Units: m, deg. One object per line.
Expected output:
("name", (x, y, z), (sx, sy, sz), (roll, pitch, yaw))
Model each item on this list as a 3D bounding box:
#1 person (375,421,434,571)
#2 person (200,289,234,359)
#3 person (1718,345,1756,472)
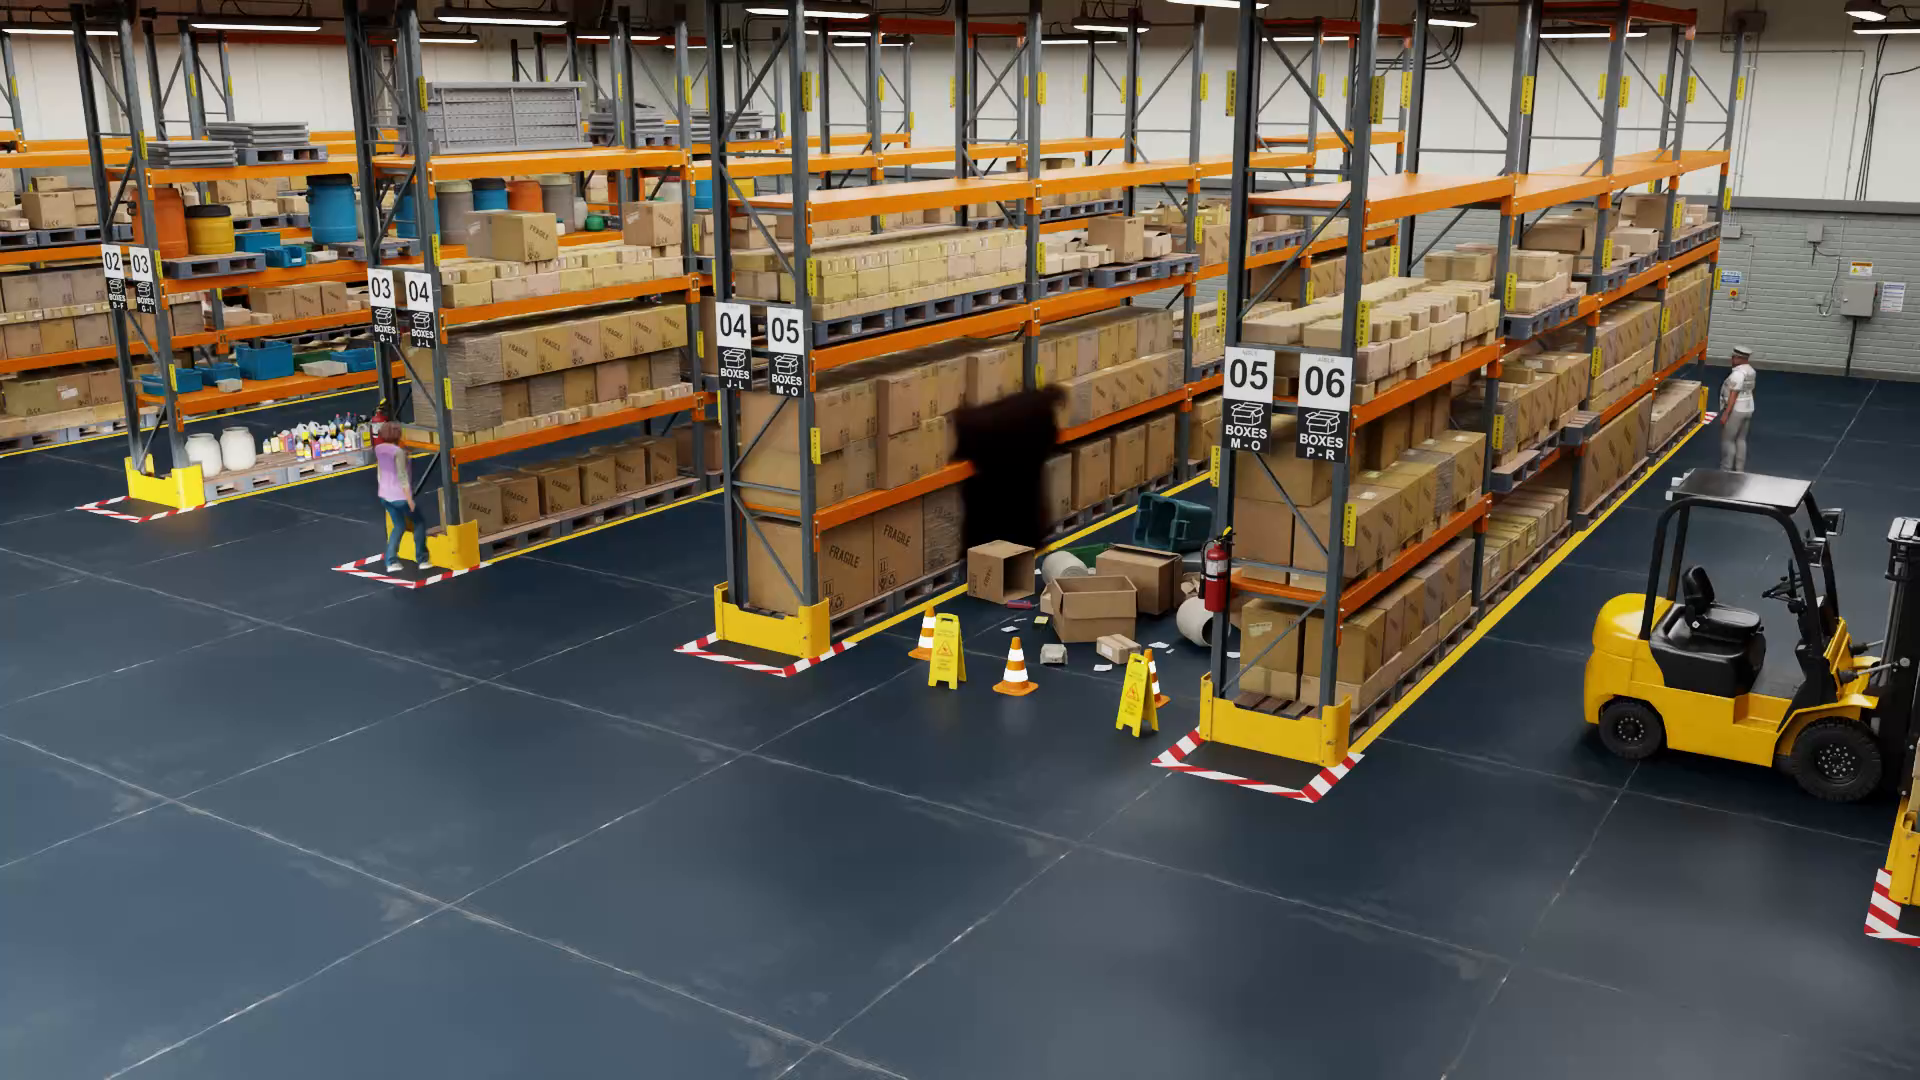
("person", (-5.669, -0.448, 16.889), (0.436, 1.570, 0.488), (9, 18, 30))
("person", (-12.715, -3.464, 28.379), (0.591, 1.811, 0.485), (-5, 16, -16))
("person", (10.253, -1.680, 21.974), (0.607, 1.779, 0.407), (-13, 20, -39))
